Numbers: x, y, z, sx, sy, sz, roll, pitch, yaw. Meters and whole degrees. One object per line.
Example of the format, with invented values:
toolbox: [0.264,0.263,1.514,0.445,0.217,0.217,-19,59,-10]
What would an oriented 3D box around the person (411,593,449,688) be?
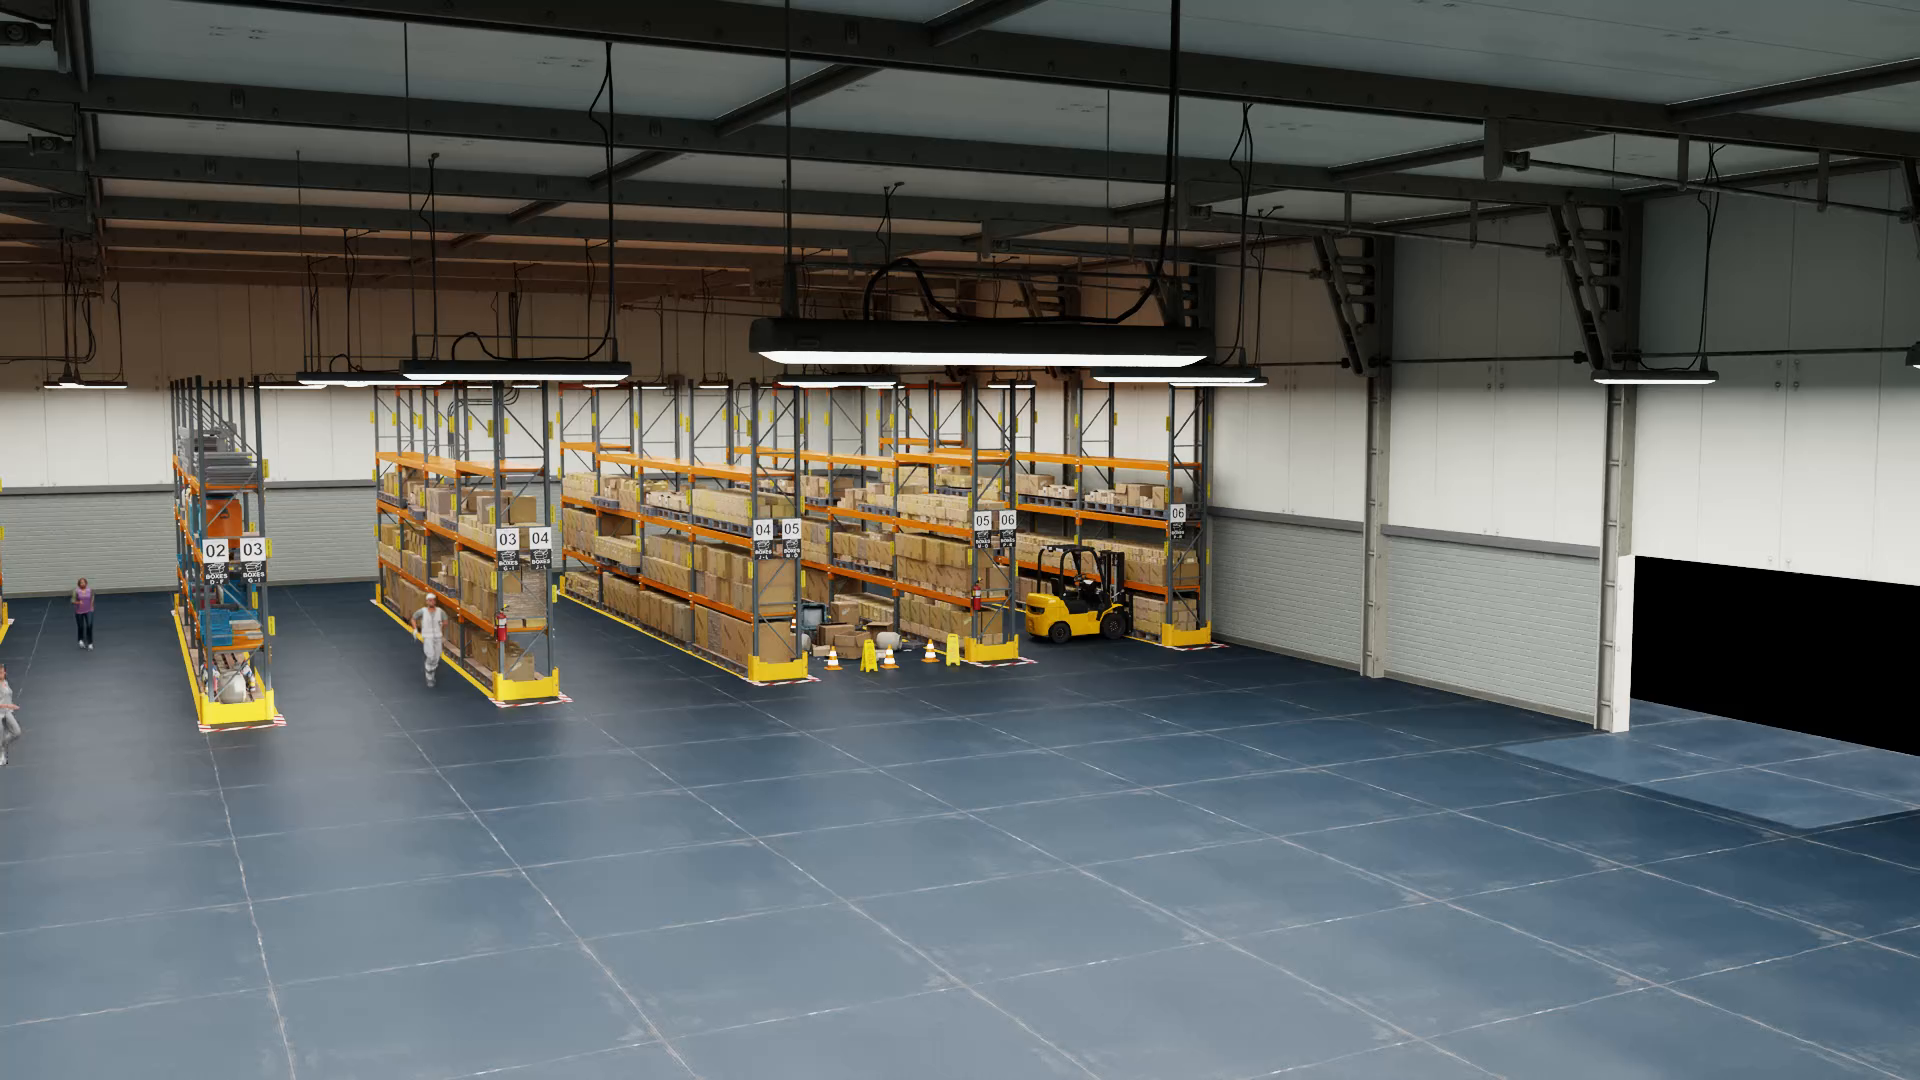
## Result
person: [-10.292,1.913,32.397,0.643,1.759,0.762,-4,6,-36]

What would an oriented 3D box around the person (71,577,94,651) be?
person: [-19.503,1.645,36.980,0.474,1.644,0.777,-3,6,-34]

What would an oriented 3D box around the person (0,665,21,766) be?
person: [-14.585,2.676,25.353,0.607,1.565,0.573,0,5,4]
